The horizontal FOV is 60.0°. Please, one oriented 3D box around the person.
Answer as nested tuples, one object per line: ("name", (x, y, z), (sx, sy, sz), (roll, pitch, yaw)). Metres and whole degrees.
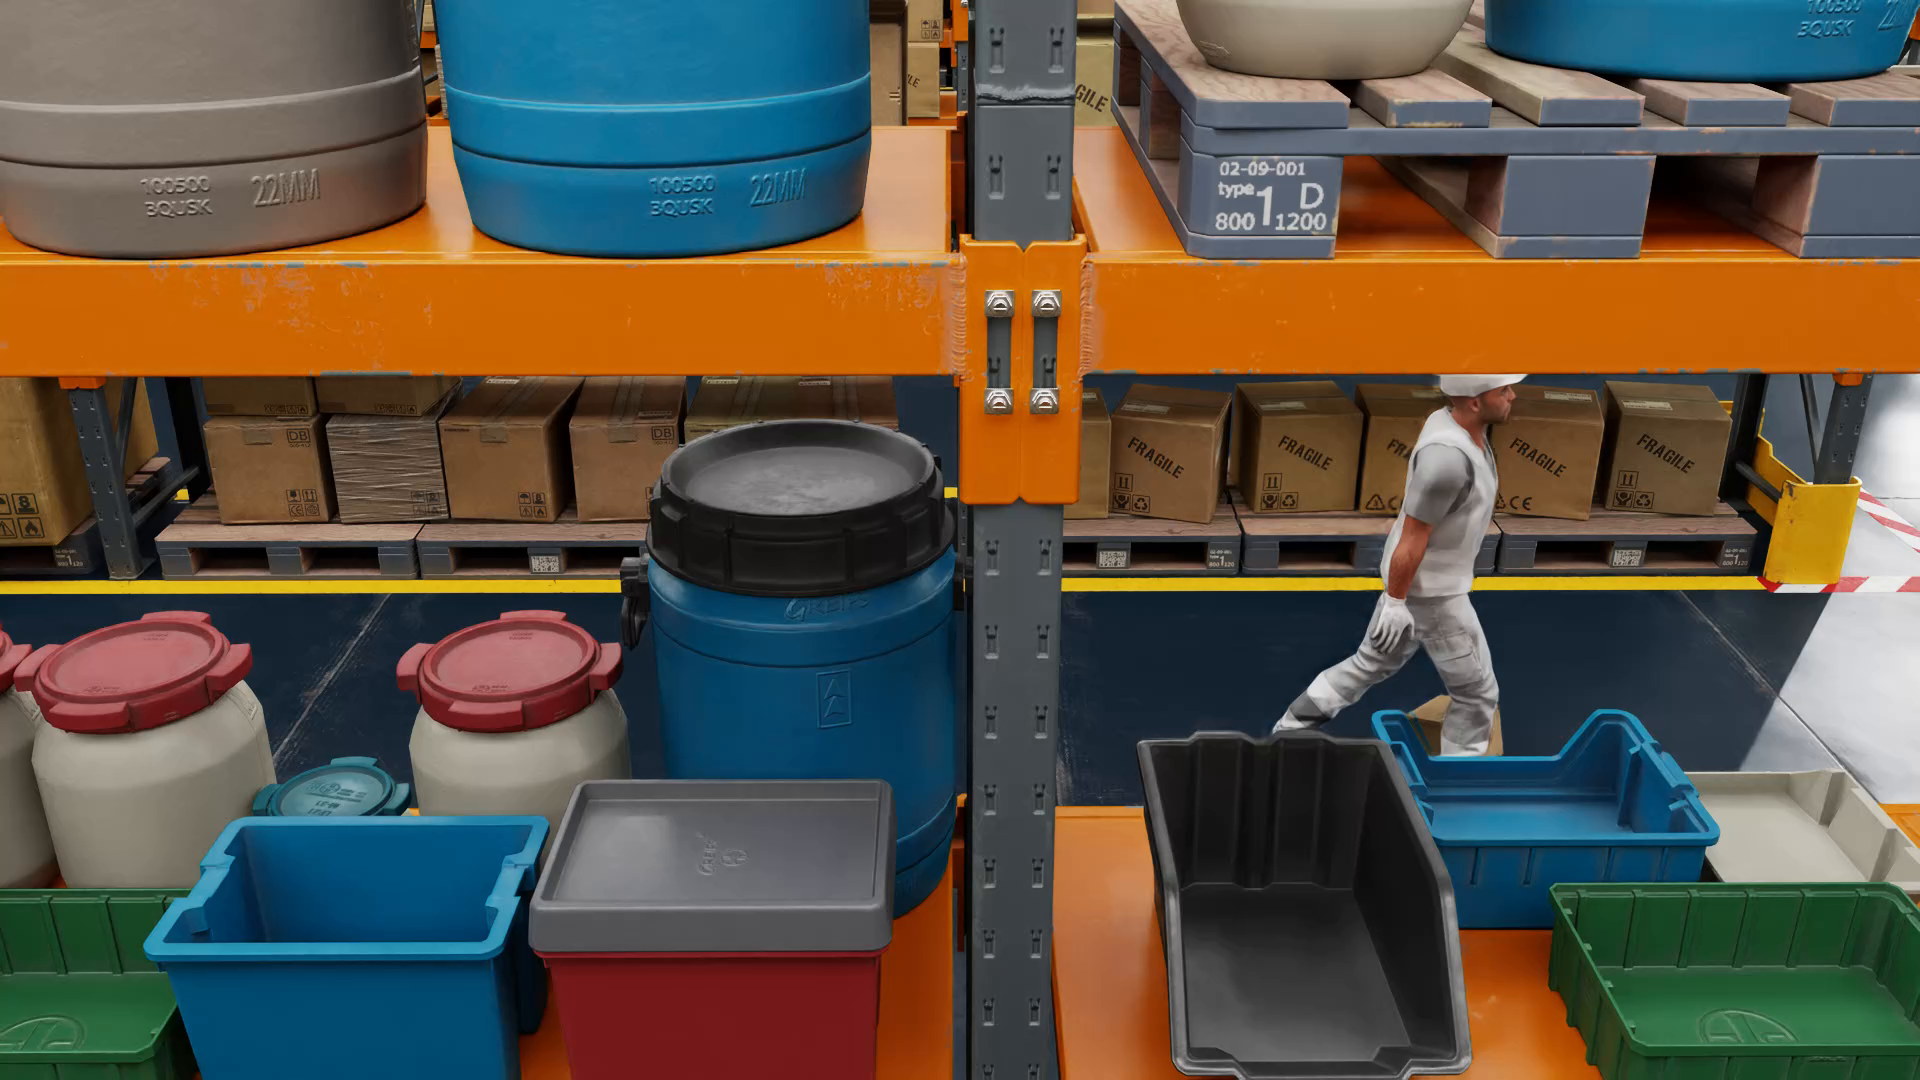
("person", (1.606, 0.141, 5.784), (0.962, 1.748, 0.567), (6, 25, 14))
